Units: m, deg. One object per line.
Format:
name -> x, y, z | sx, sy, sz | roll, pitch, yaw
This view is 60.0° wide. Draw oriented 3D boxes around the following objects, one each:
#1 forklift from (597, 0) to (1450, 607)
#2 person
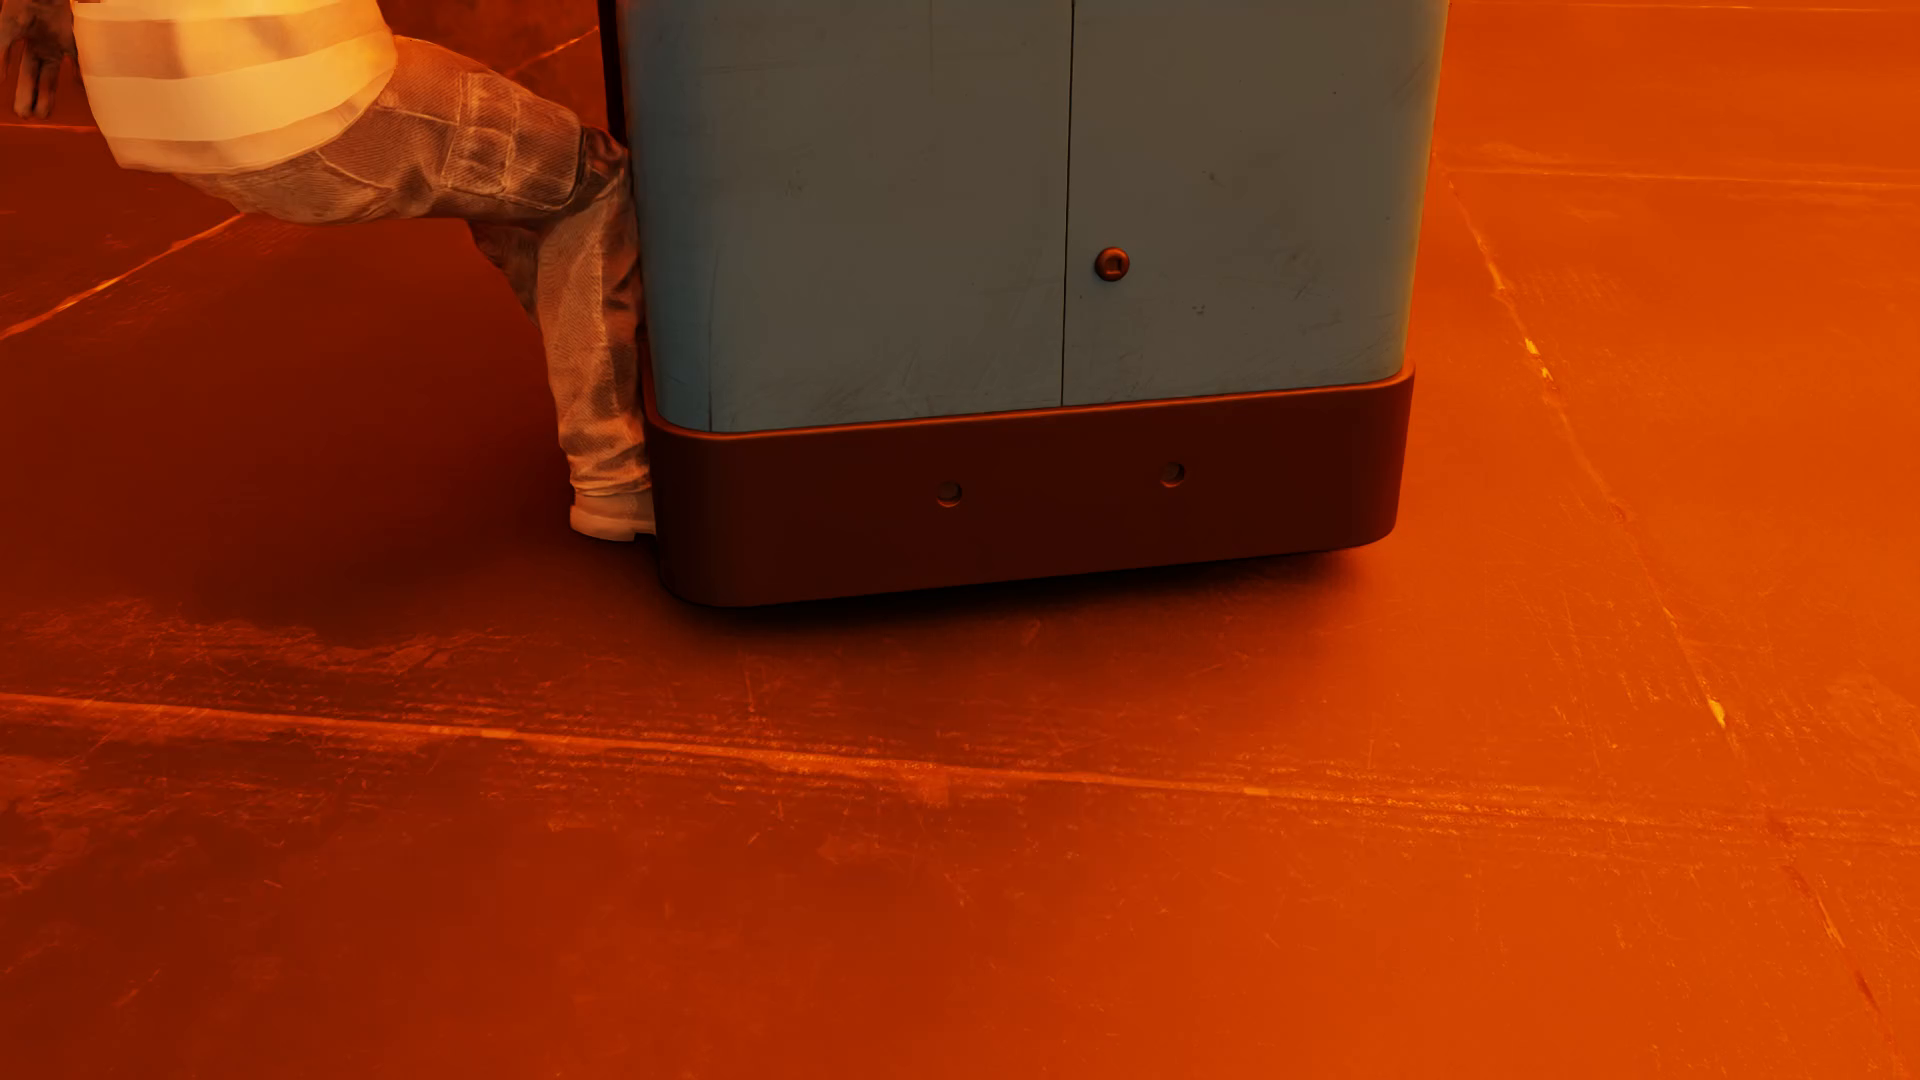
forklift -> -0.175, -1.860, 2.944 | 1.130, 2.935, 3.031 | -5, 27, -11
person -> -0.786, -0.735, 2.399 | 0.939, 1.521, 0.948 | 16, 31, 29
